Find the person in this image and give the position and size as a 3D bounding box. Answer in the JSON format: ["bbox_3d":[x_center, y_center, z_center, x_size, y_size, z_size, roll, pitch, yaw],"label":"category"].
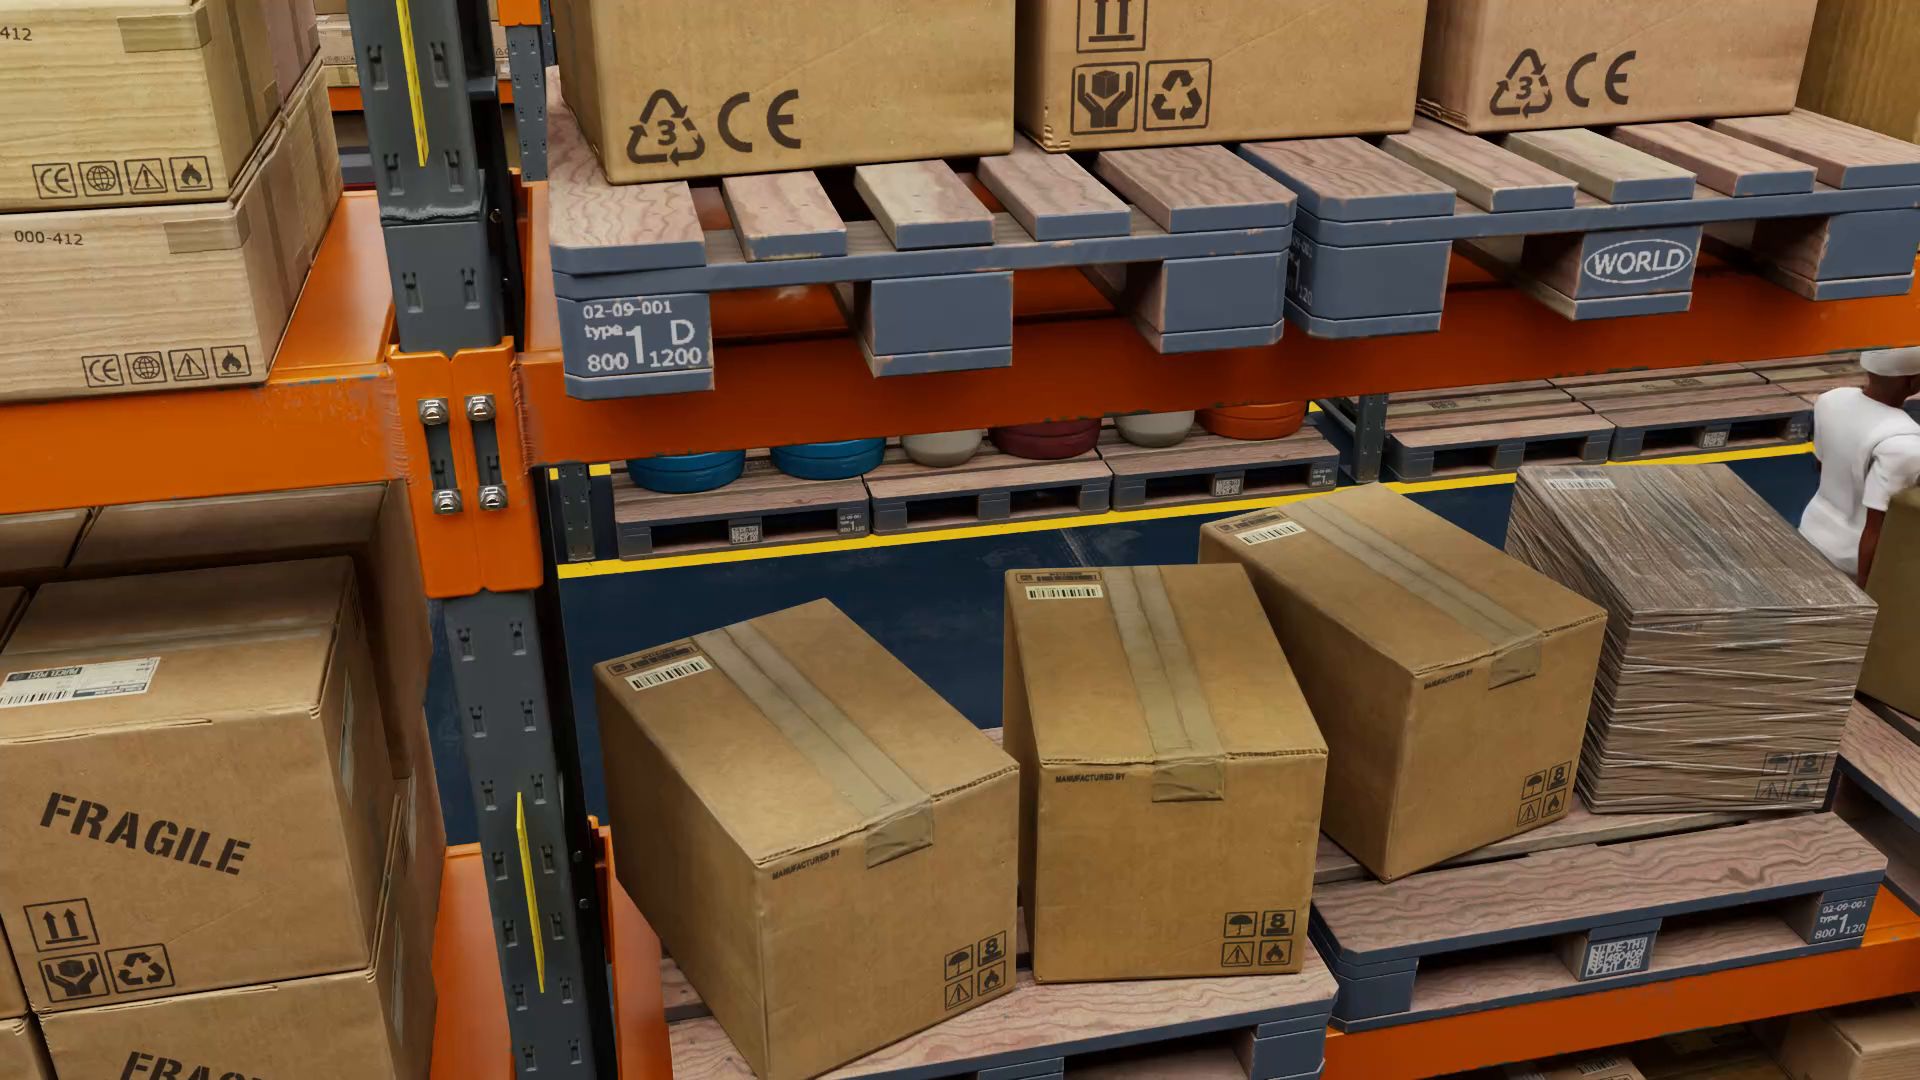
[{"bbox_3d":[3.328,0.020,6.054,1.015,1.720,0.610,-3,27,-7],"label":"person"}]
